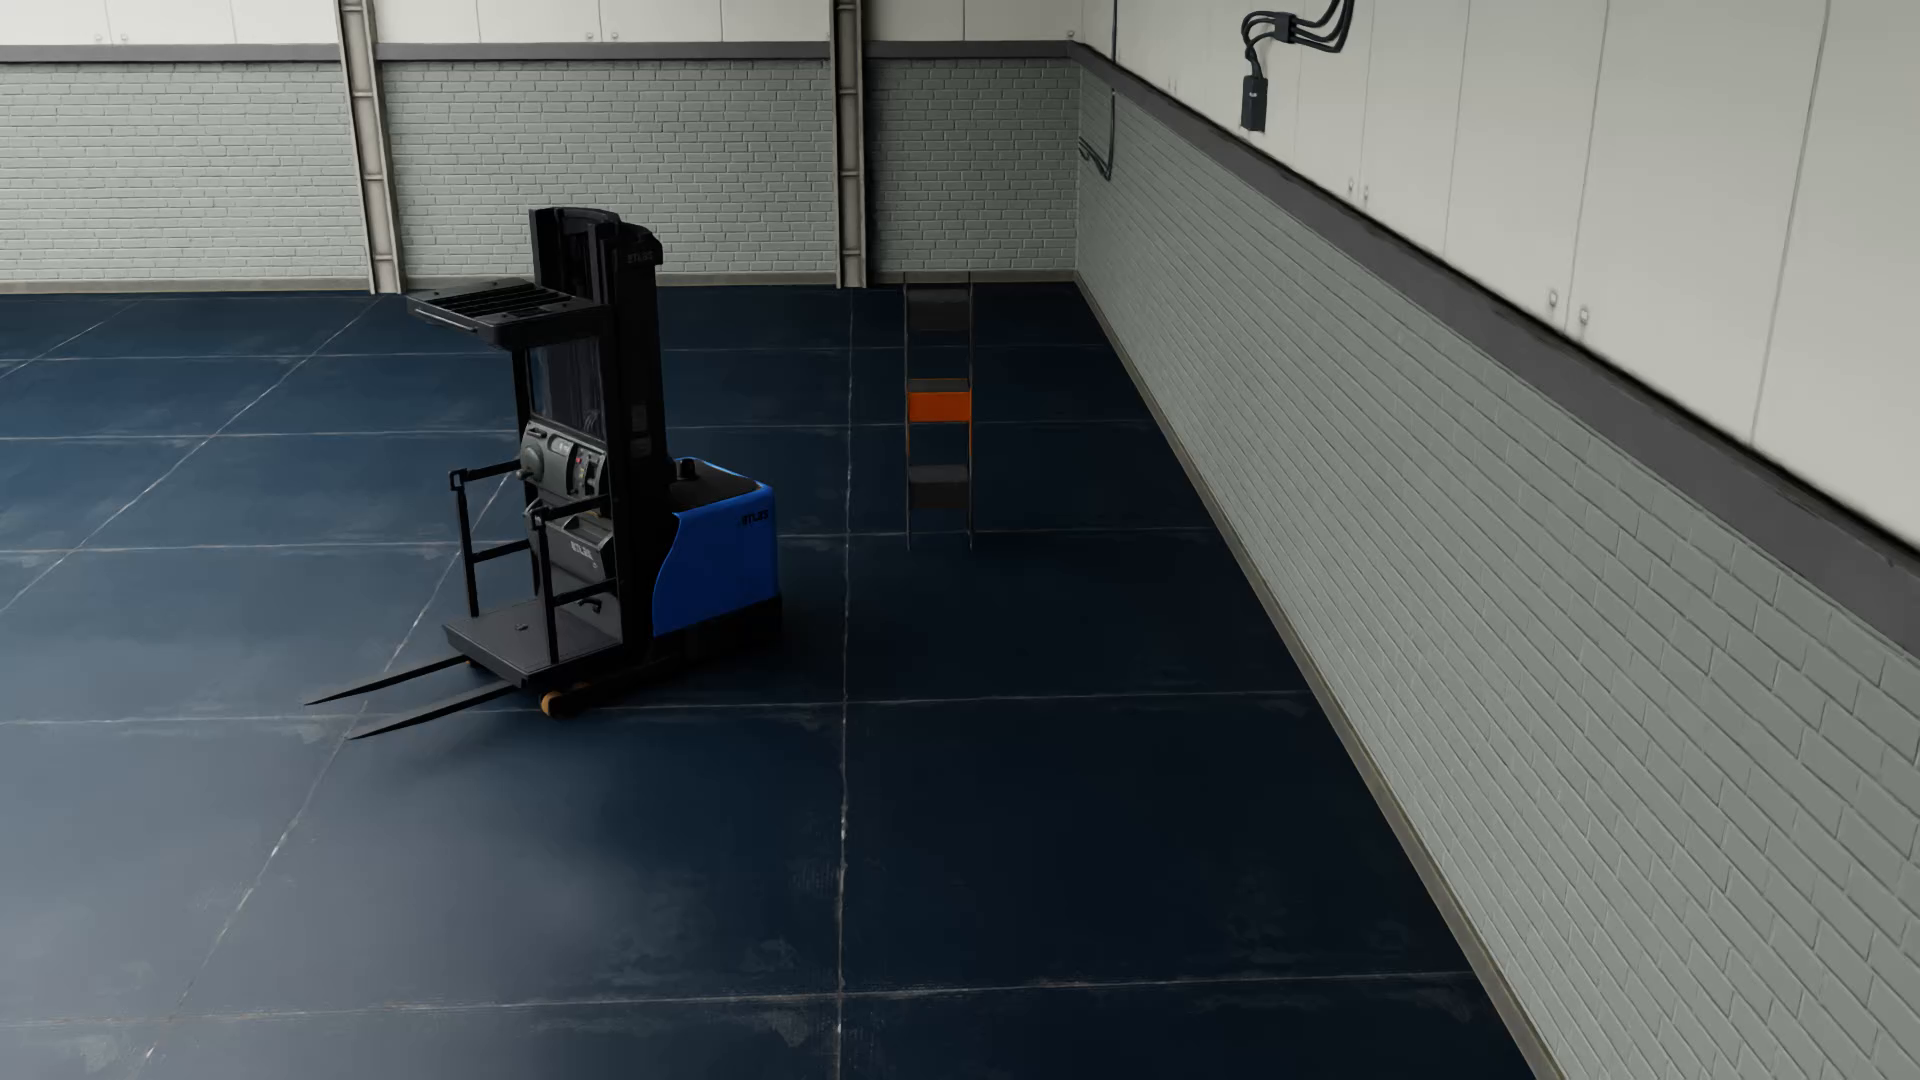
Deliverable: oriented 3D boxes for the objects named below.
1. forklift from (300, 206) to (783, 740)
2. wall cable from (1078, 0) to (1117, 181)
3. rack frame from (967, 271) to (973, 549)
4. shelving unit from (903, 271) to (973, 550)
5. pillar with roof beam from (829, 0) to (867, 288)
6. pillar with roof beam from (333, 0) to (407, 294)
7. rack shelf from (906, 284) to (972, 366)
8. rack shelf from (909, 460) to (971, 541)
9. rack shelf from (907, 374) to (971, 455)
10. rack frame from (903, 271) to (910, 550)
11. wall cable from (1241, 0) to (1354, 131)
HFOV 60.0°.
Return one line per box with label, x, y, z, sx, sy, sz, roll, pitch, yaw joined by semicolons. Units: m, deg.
forklift;-2.629;-0.479;10.260;3.031;2.935;1.130;-19;28;-40
wall cable;1.589;-5.699;19.806;0.112;2.526;3.097;-1;21;-3
rack frame;0.078;-0.983;12.752;0.015;2.100;0.400;-1;21;-3
shelving unit;-0.165;-0.978;12.739;0.503;2.100;0.431;-1;21;-3
pillar with roof beam;-1.182;-6.031;16.314;0.400;9.000;9.100;-1;21;-3
pillar with roof beam;-7.172;-5.909;15.994;0.400;9.000;9.100;-1;21;-3
rack shelf;-0.165;-1.619;12.494;0.480;0.518;0.431;-1;21;-3
rack shelf;-0.165;-0.311;12.992;0.480;0.518;0.431;-1;21;-3
rack shelf;-0.165;-0.965;12.743;0.480;0.518;0.431;-1;21;-3
rack frame;-0.409;-0.973;12.726;0.015;2.100;0.400;-1;21;-3
wall cable;2.115;-5.367;9.790;0.169;6.003;2.305;-1;21;-3
